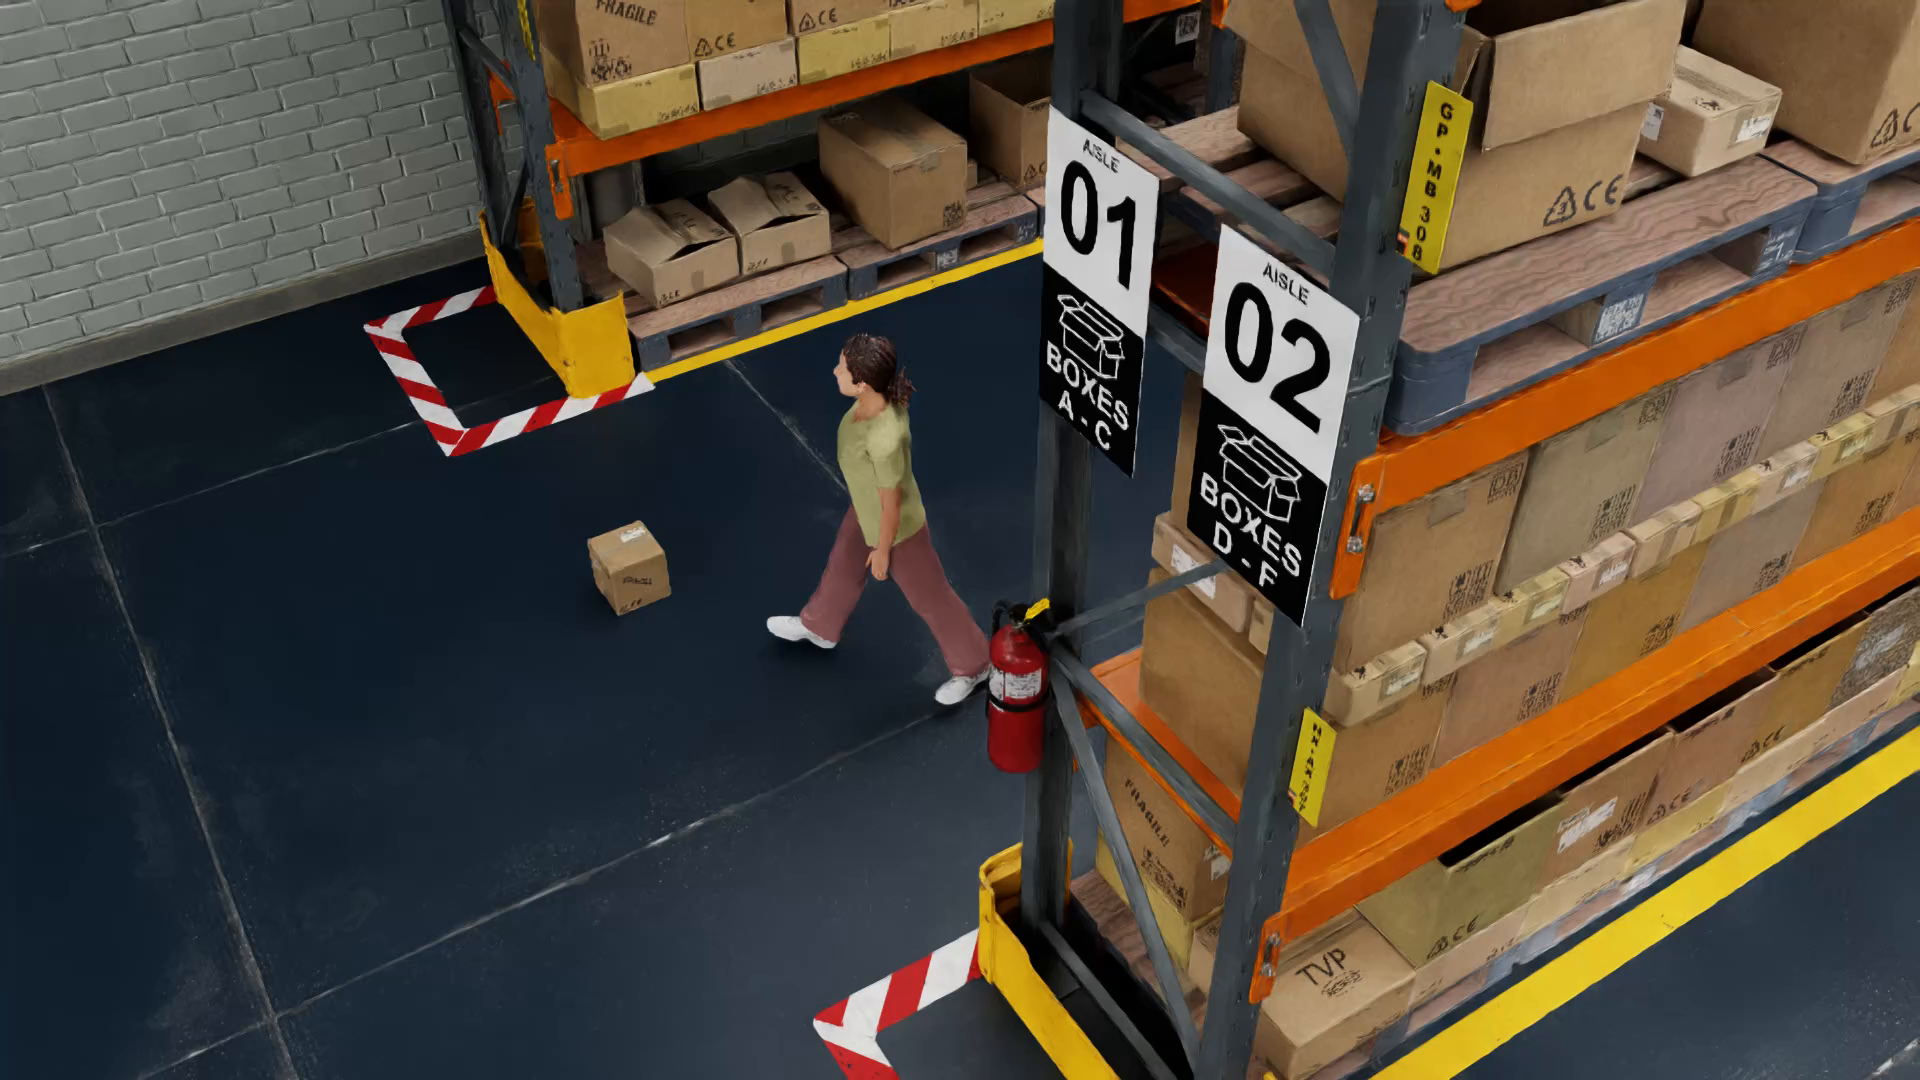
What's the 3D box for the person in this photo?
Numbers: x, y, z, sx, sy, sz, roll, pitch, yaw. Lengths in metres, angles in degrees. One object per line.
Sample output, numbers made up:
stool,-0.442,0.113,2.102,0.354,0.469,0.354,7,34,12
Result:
person,-0.316,-0.089,6.266,0.900,1.627,0.541,-6,41,-7
